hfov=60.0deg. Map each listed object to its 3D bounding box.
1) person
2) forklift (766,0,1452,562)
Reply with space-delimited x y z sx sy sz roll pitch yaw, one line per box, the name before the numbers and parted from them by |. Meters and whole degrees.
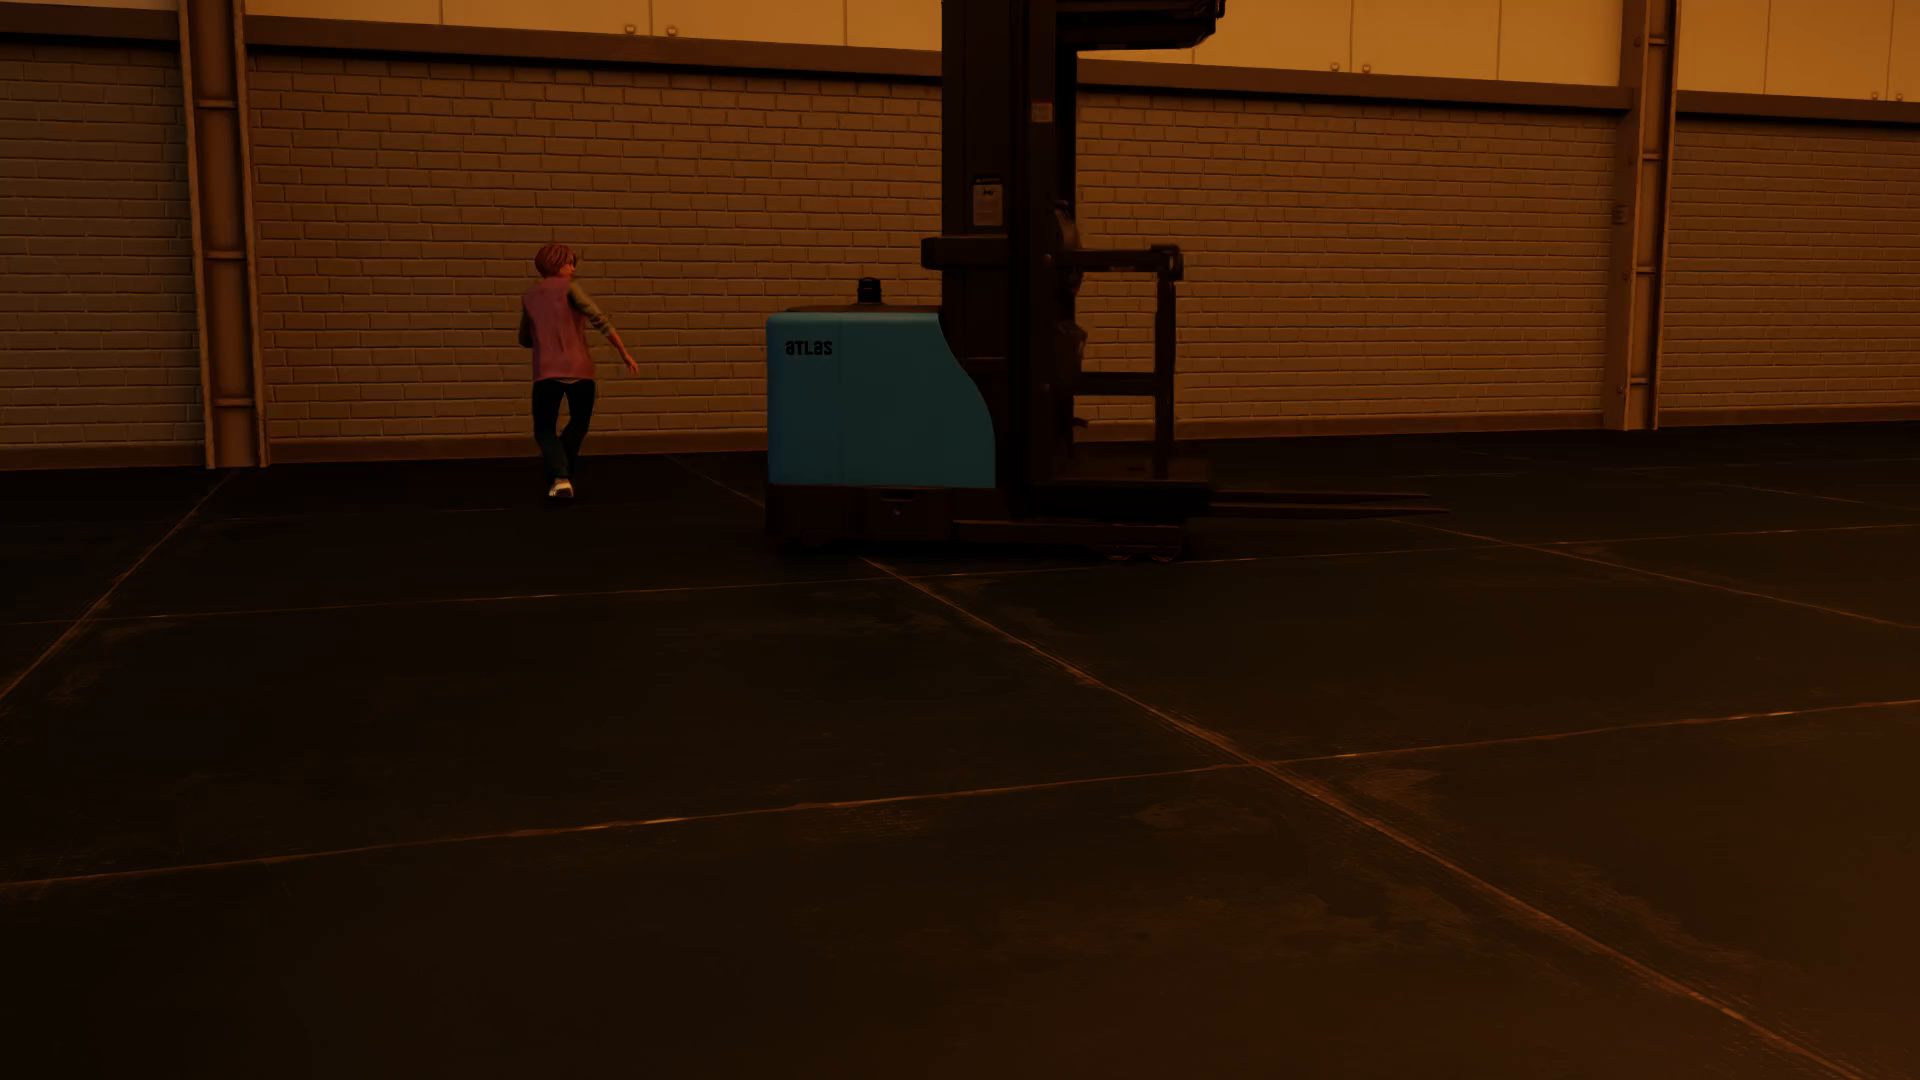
person | -2.171 -0.943 9.486 0.730 1.477 0.773 0 8 1
forklift | 0.681 -1.432 7.578 3.031 2.935 1.130 1 8 9
